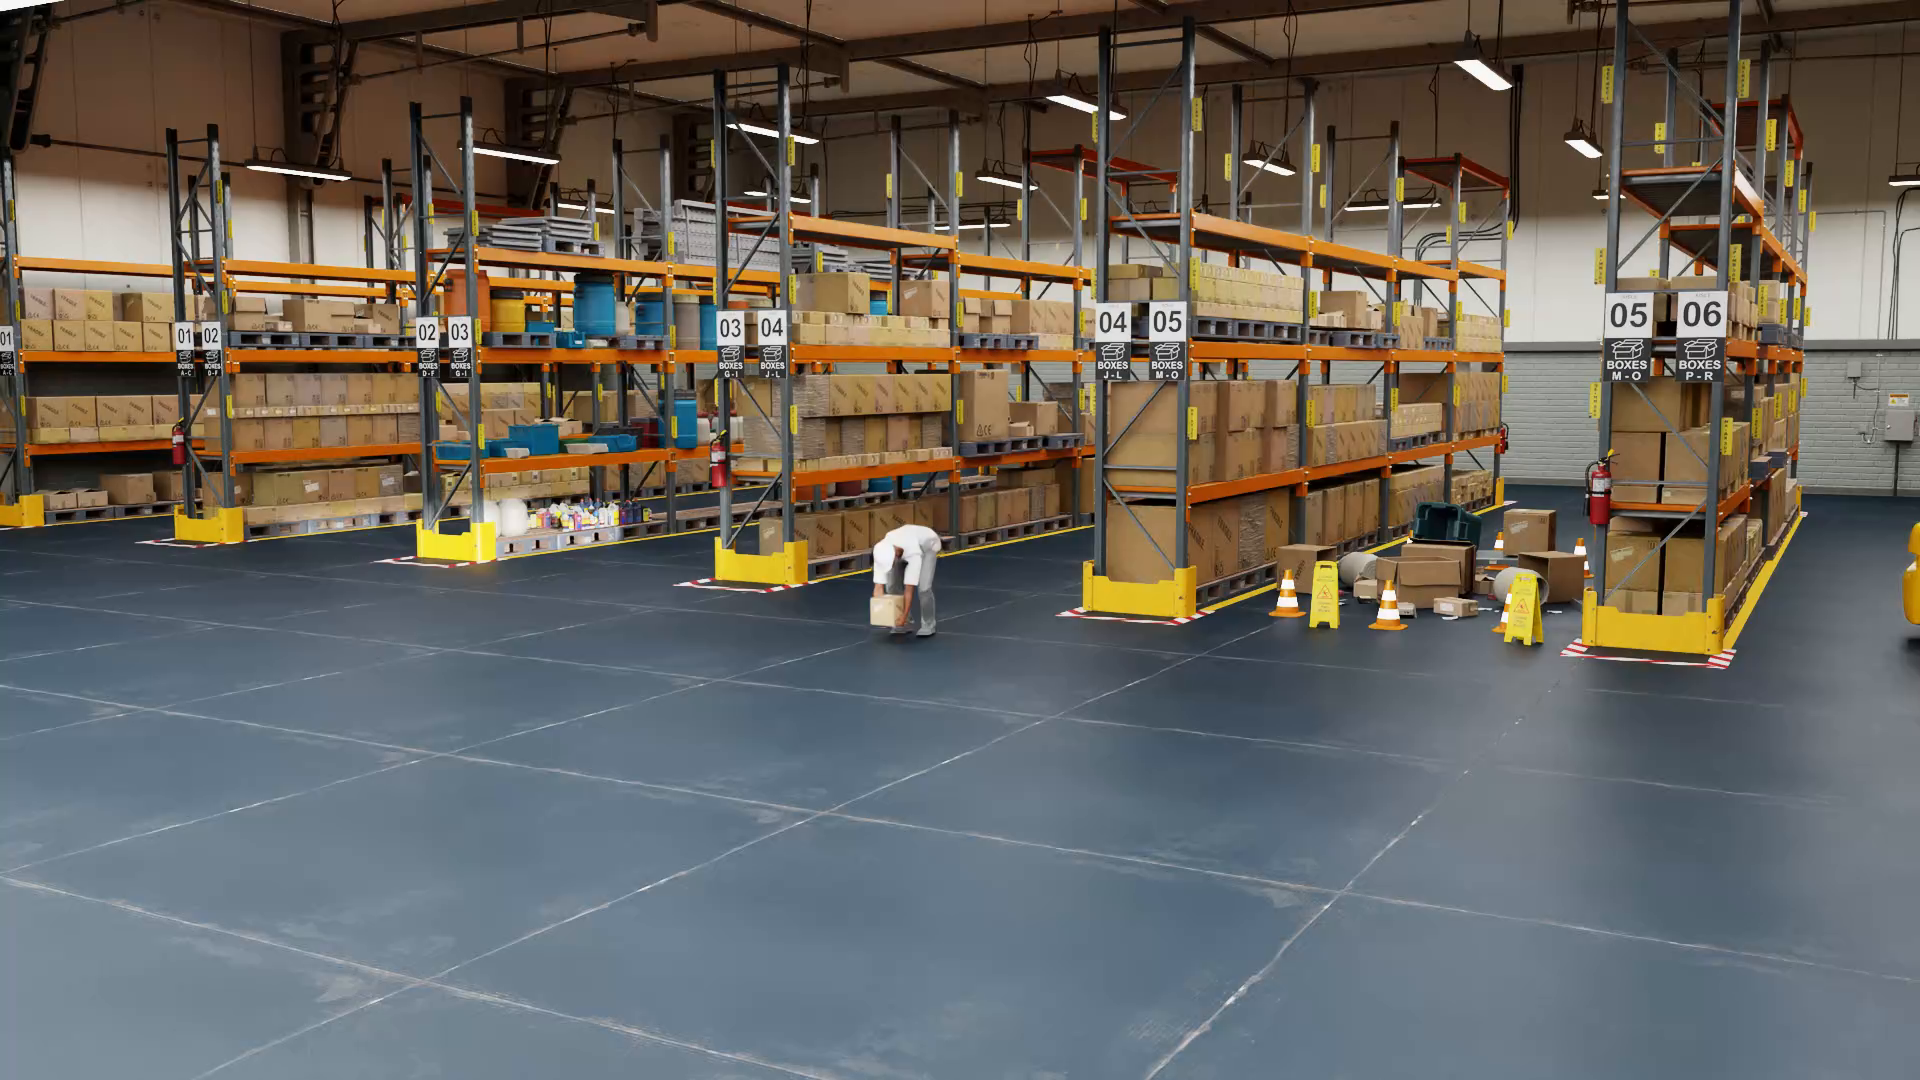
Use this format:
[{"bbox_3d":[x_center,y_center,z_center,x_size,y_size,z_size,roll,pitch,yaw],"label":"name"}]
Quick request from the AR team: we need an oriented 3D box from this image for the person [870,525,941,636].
[{"bbox_3d":[-0.527,0.399,15.659,0.488,1.042,0.980,3,7,26],"label":"person"}]
